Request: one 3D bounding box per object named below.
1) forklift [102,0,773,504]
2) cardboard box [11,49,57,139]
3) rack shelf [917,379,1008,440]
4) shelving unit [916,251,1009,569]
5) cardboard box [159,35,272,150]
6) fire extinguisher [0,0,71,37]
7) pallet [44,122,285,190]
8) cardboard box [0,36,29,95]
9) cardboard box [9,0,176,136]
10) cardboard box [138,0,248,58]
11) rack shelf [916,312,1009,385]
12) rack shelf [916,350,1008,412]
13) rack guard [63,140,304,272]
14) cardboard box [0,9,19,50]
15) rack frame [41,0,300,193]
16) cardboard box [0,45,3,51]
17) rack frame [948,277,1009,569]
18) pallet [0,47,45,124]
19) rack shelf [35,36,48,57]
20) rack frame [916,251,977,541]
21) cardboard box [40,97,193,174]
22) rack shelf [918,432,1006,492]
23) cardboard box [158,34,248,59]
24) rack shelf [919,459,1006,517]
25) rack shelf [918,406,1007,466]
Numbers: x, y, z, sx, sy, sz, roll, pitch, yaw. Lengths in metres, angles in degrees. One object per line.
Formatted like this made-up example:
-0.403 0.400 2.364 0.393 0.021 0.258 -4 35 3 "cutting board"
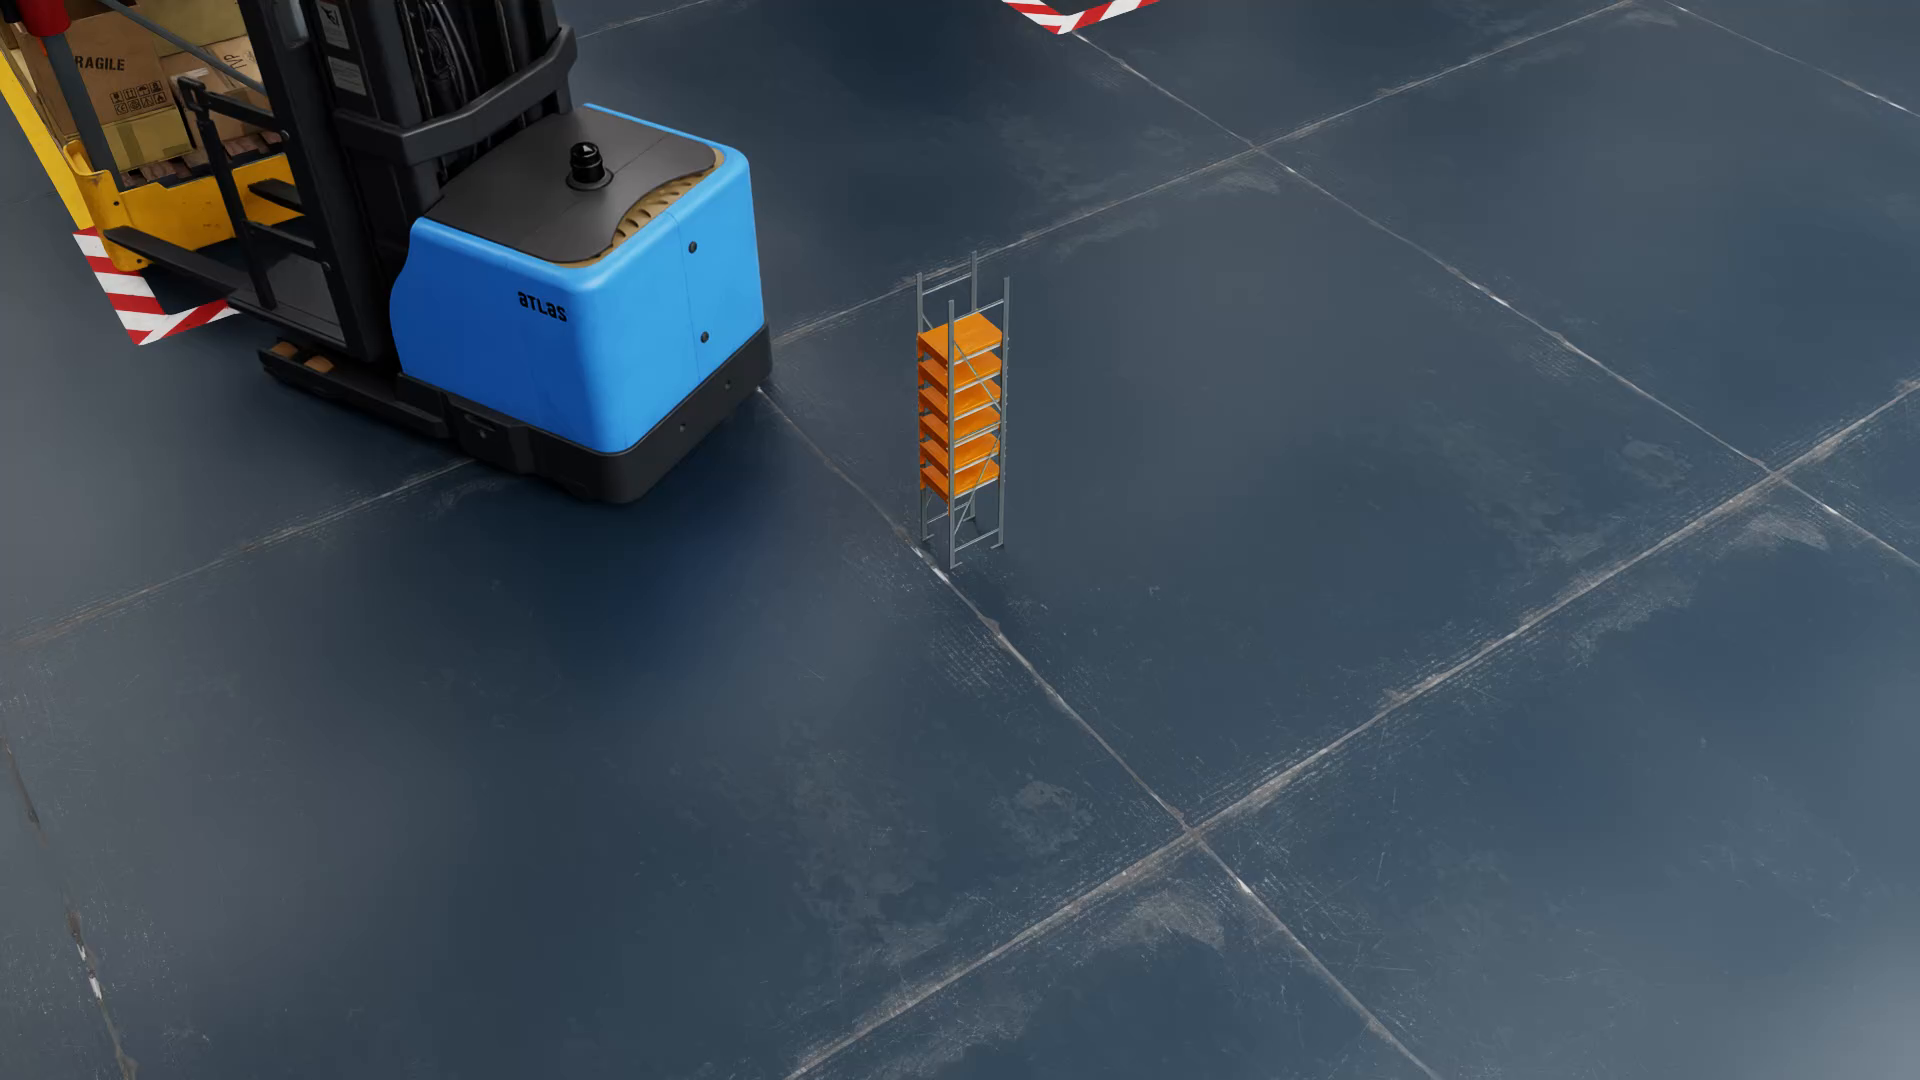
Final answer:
-2.314 -1.948 6.168 3.031 2.935 1.130 21 48 21 "forklift"
-4.266 -2.244 8.116 0.500 0.250 0.500 -26 49 -24 "cardboard box"
0.008 -0.480 5.775 0.258 0.103 0.180 -26 49 -24 "rack shelf"
0.008 -0.426 5.827 0.258 1.200 0.189 -26 49 -24 "shelving unit"
-3.545 -2.170 8.038 0.500 0.250 0.500 -26 49 -24 "cardboard box"
-3.735 -2.343 6.588 0.296 0.674 0.183 -26 49 -24 "fire extinguisher"
-3.893 -2.030 8.223 1.003 0.211 1.213 -26 49 -24 "pallet"
-4.554 -2.527 8.412 0.500 0.250 0.500 -26 49 -24 "cardboard box"
-3.972 -2.236 7.564 0.500 0.500 0.500 -26 49 -24 "cardboard box"
-3.833 -2.724 8.075 0.500 0.500 0.500 -26 49 -24 "cardboard box"
0.008 -0.654 5.609 0.258 0.103 0.180 -26 49 -24 "rack shelf"
0.008 -0.567 5.692 0.258 0.103 0.180 -26 49 -24 "rack shelf"
-3.407 -1.704 7.673 1.175 0.500 0.348 -26 49 -24 "rack guard"
-4.556 -2.797 8.151 0.500 0.500 0.500 -26 49 -24 "cardboard box"
-3.421 -2.622 6.824 1.000 3.000 0.127 -26 49 -24 "rack frame"
-4.838 -2.811 8.709 0.500 0.250 0.500 -26 49 -24 "cardboard box"
0.061 -0.374 5.773 0.240 1.200 0.006 -26 49 -24 "rack frame"
-4.587 -2.720 8.946 1.003 0.211 1.213 -26 49 -24 "pallet"
-4.565 -3.494 8.259 1.077 0.370 4.000 -26 49 -24 "rack shelf"
-0.044 -0.478 5.881 0.240 1.200 0.006 -26 49 -24 "rack frame"
-3.970 -1.966 7.824 0.500 0.250 0.500 -26 49 -24 "cardboard box"
0.008 -0.307 5.941 0.258 0.103 0.180 -26 49 -24 "rack shelf"
-3.835 -2.452 8.334 0.500 0.250 0.500 -26 49 -24 "cardboard box"
0.008 -0.220 6.024 0.258 0.103 0.180 -26 49 -24 "rack shelf"
0.008 -0.394 5.858 0.258 0.103 0.180 -26 49 -24 "rack shelf"
